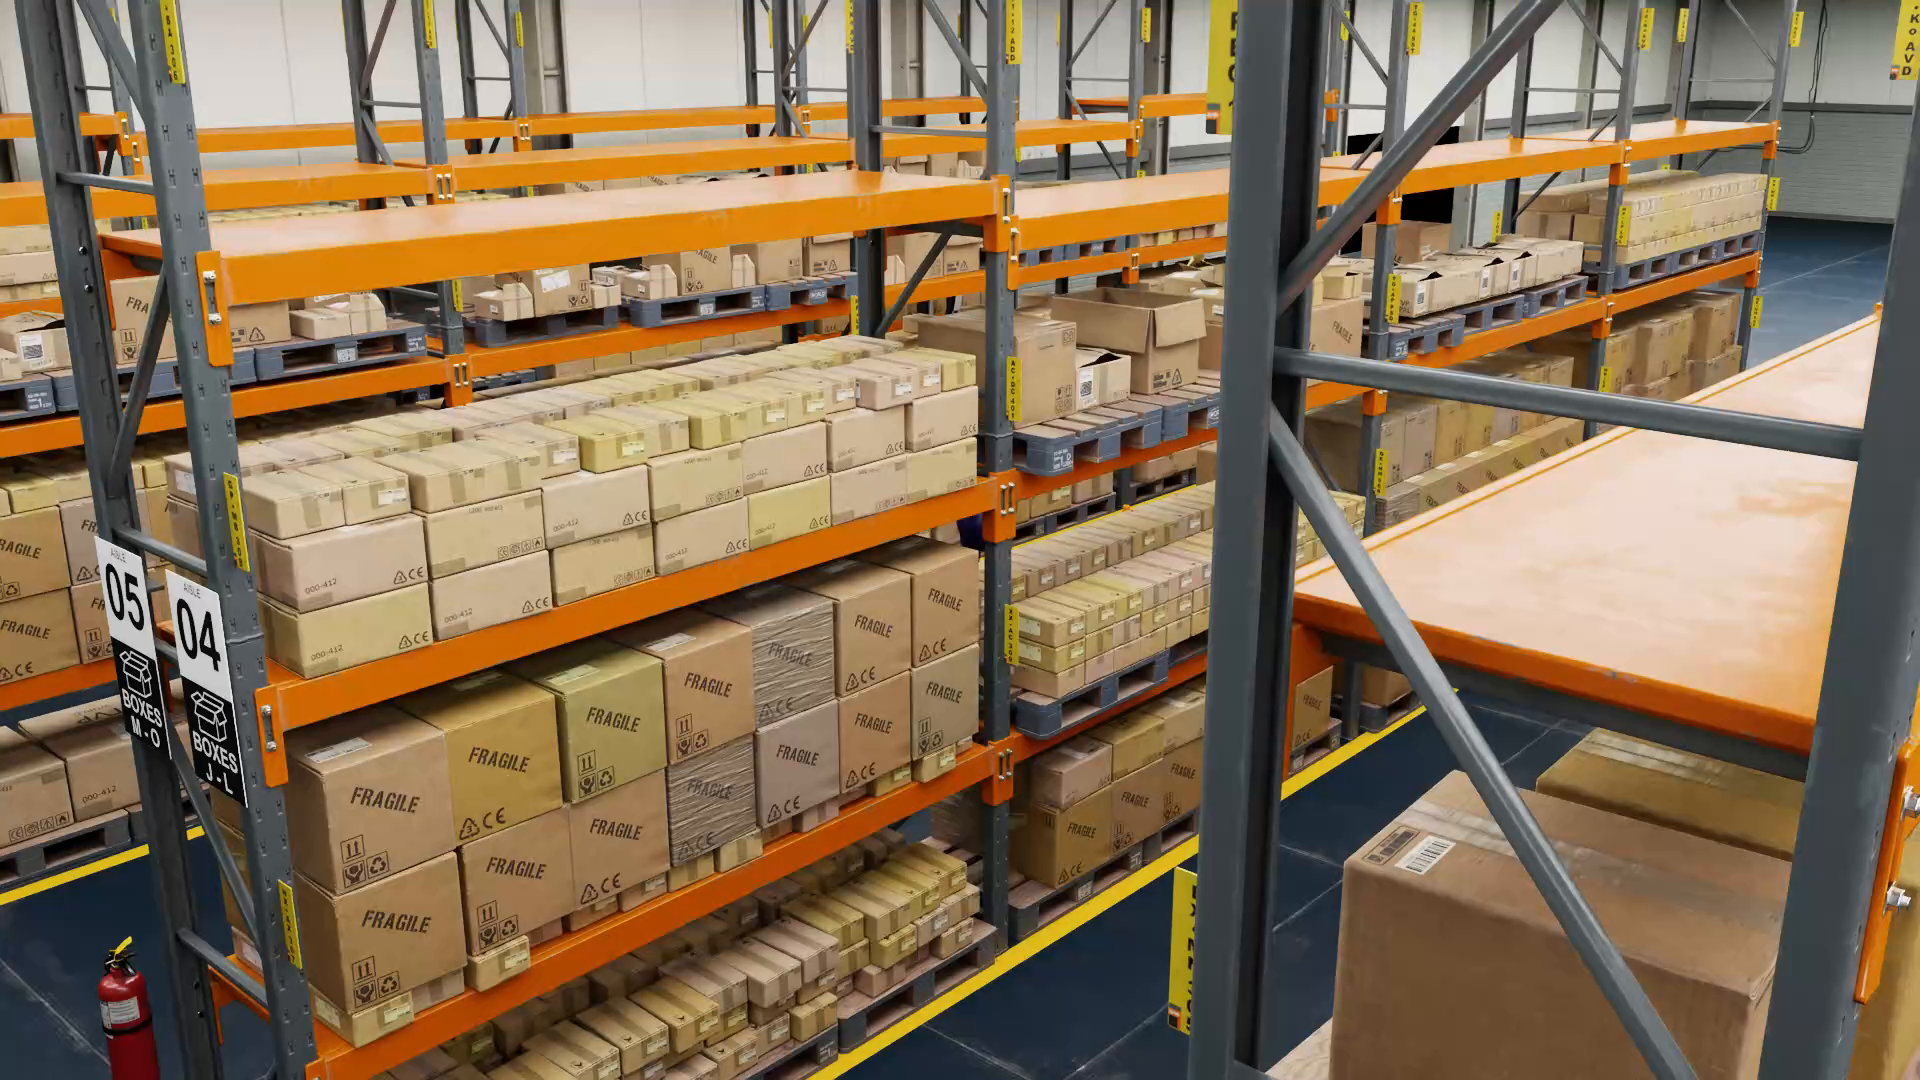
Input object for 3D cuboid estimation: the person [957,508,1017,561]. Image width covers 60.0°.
[{"bbox_3d":[0.230,-0.176,14.840,0.453,1.636,0.524,14,22,38],"label":"person"}]
